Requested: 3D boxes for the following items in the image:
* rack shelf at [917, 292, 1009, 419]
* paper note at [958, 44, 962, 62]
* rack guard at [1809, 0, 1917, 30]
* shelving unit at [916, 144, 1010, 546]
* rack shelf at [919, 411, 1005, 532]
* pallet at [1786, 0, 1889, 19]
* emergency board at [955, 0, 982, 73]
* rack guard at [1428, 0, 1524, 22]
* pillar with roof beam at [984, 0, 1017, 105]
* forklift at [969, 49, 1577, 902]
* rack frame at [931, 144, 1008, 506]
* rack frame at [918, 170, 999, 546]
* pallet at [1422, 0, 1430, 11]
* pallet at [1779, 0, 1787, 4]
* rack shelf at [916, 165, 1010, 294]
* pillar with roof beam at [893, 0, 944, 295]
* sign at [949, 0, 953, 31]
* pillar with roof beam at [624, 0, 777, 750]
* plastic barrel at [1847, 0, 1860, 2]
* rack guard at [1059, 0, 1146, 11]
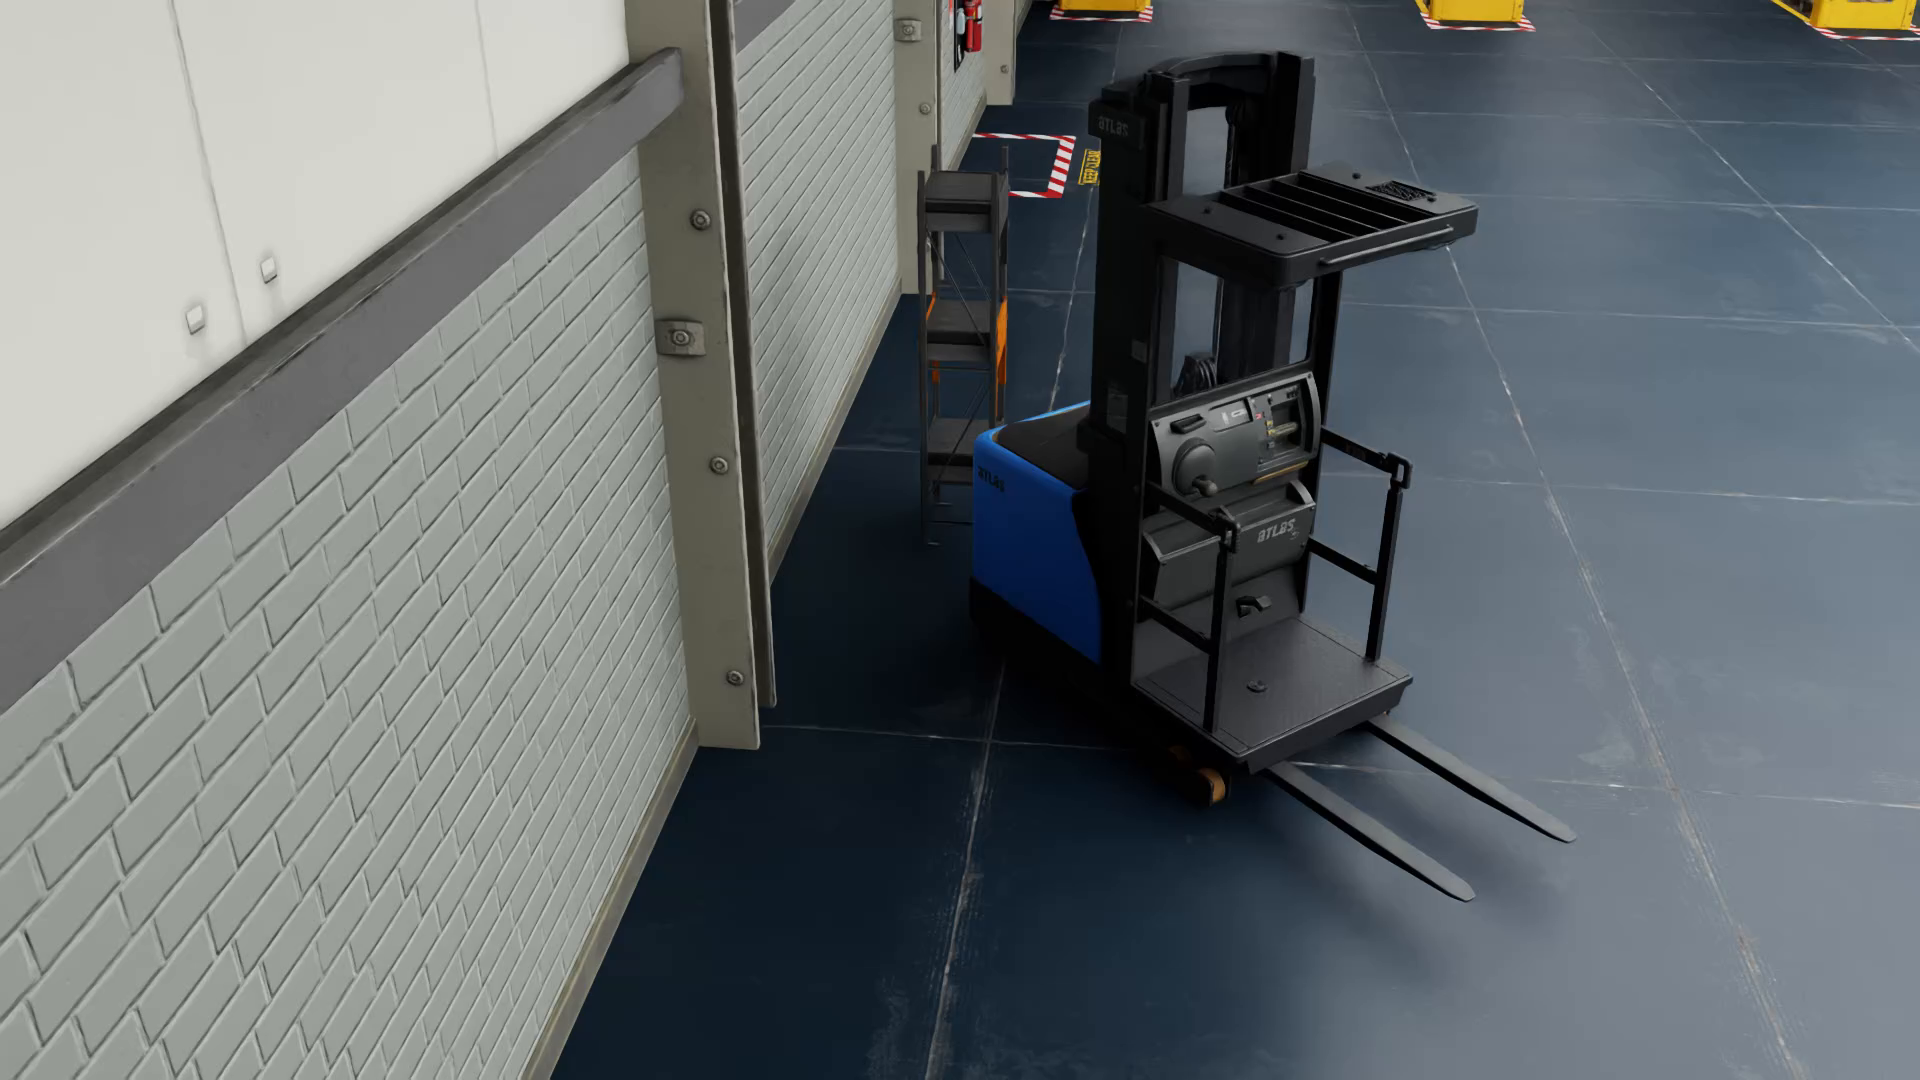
[{"bbox_3d":[0.020,-0.990,8.903,0.431,0.518,0.480,3,28,6],"label":"rack shelf"},{"bbox_3d":[-0.001,-4.497,15.363,0.016,0.148,0.142,3,28,6],"label":"paper note"},{"bbox_3d":[11.733,-6.932,21.590,1.175,0.500,0.348,3,28,6],"label":"rack guard"},{"bbox_3d":[0.020,-1.002,8.897,0.431,2.100,0.503,3,28,6],"label":"shelving unit"},{"bbox_3d":[0.020,-0.374,9.235,0.431,0.518,0.480,3,28,6],"label":"rack shelf"},{"bbox_3d":[11.838,-7.187,22.367,1.003,0.211,1.213,3,28,6],"label":"pallet"},{"bbox_3d":[0.089,-4.964,15.302,0.194,1.169,0.643,3,28,6],"label":"emergency board"},{"bbox_3d":[6.852,-7.172,22.035,1.175,0.500,0.348,3,28,6],"label":"rack guard"},{"bbox_3d":[4.702,-8.516,15.569,9.100,9.000,0.400,3,28,6],"label":"pillar with roof beam"},{"bbox_3d":[1.305,-0.411,6.923,1.130,2.935,3.031,-18,33,-30],"label":"forklift"},{"bbox_3d":[0.050,-1.117,9.110,0.400,2.100,0.015,3,28,6],"label":"rack frame"},{"bbox_3d":[-0.010,-0.887,8.683,0.400,2.100,0.015,3,28,6],"label":"rack frame"},{"bbox_3d":[6.907,-7.418,22.797,1.003,0.211,1.213,3,28,6],"label":"pallet"},{"bbox_3d":[11.990,-7.759,23.430,1.003,0.211,1.213,3,28,6],"label":"pallet"},{"bbox_3d":[0.020,-1.607,8.571,0.431,0.518,0.480,3,28,6],"label":"rack shelf"},{"bbox_3d":[3.967,-5.692,10.327,9.100,9.000,0.400,3,28,6],"label":"pillar with roof beam"},{"bbox_3d":[-0.081,-4.725,14.821,0.001,0.329,0.234,3,28,6],"label":"sign"},{"bbox_3d":[3.232,-2.867,5.085,9.100,9.000,0.400,3,28,6],"label":"pillar with roof beam"},{"bbox_3d":[11.775,-7.398,21.999,0.421,0.512,0.421,0,28,0],"label":"plastic barrel"},{"bbox_3d":[1.947,-7.505,22.653,1.175,0.500,0.348,3,28,6],"label":"rack guard"}]
